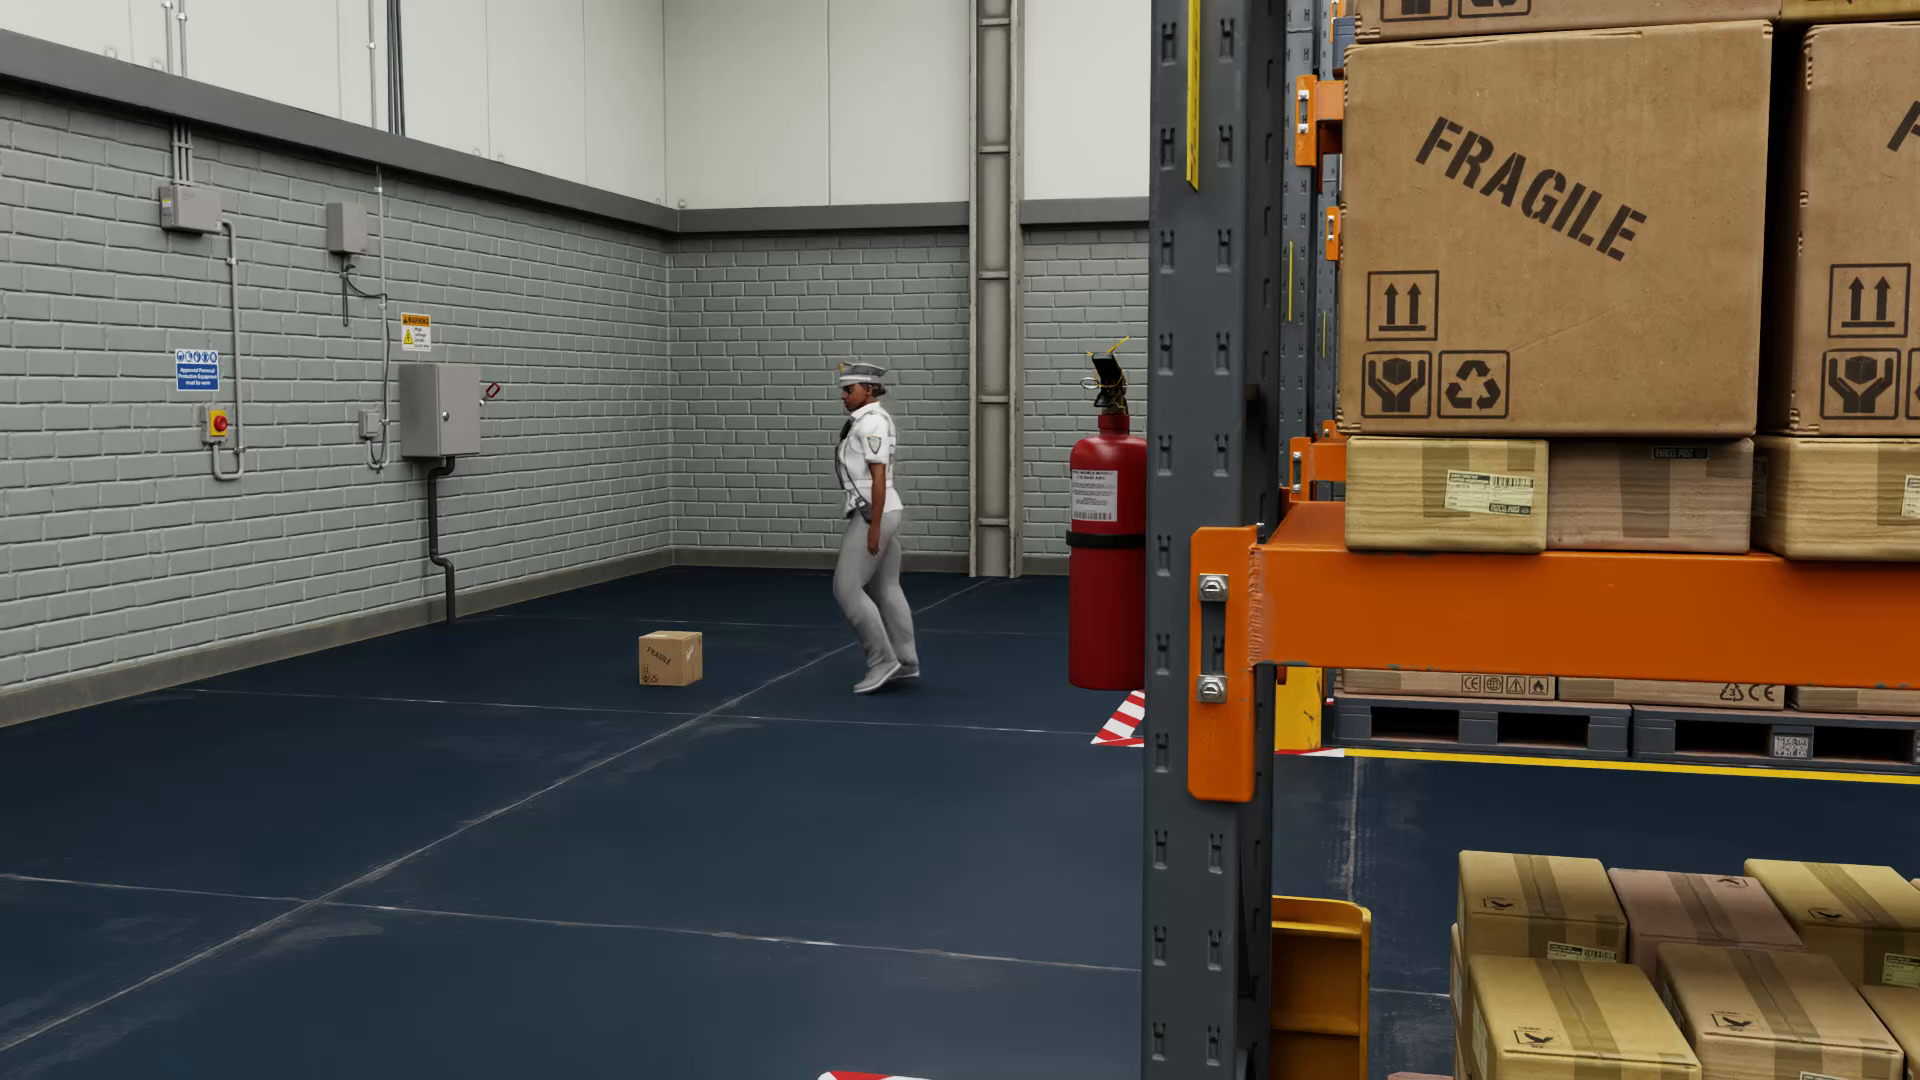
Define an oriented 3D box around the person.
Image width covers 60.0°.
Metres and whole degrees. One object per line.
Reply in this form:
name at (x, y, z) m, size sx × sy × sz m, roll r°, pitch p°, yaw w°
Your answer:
person at (-0.426, -0.074, 8.557) m, size 0.439 × 1.680 × 0.521 m, roll 0°, pitch 5°, yaw 1°
